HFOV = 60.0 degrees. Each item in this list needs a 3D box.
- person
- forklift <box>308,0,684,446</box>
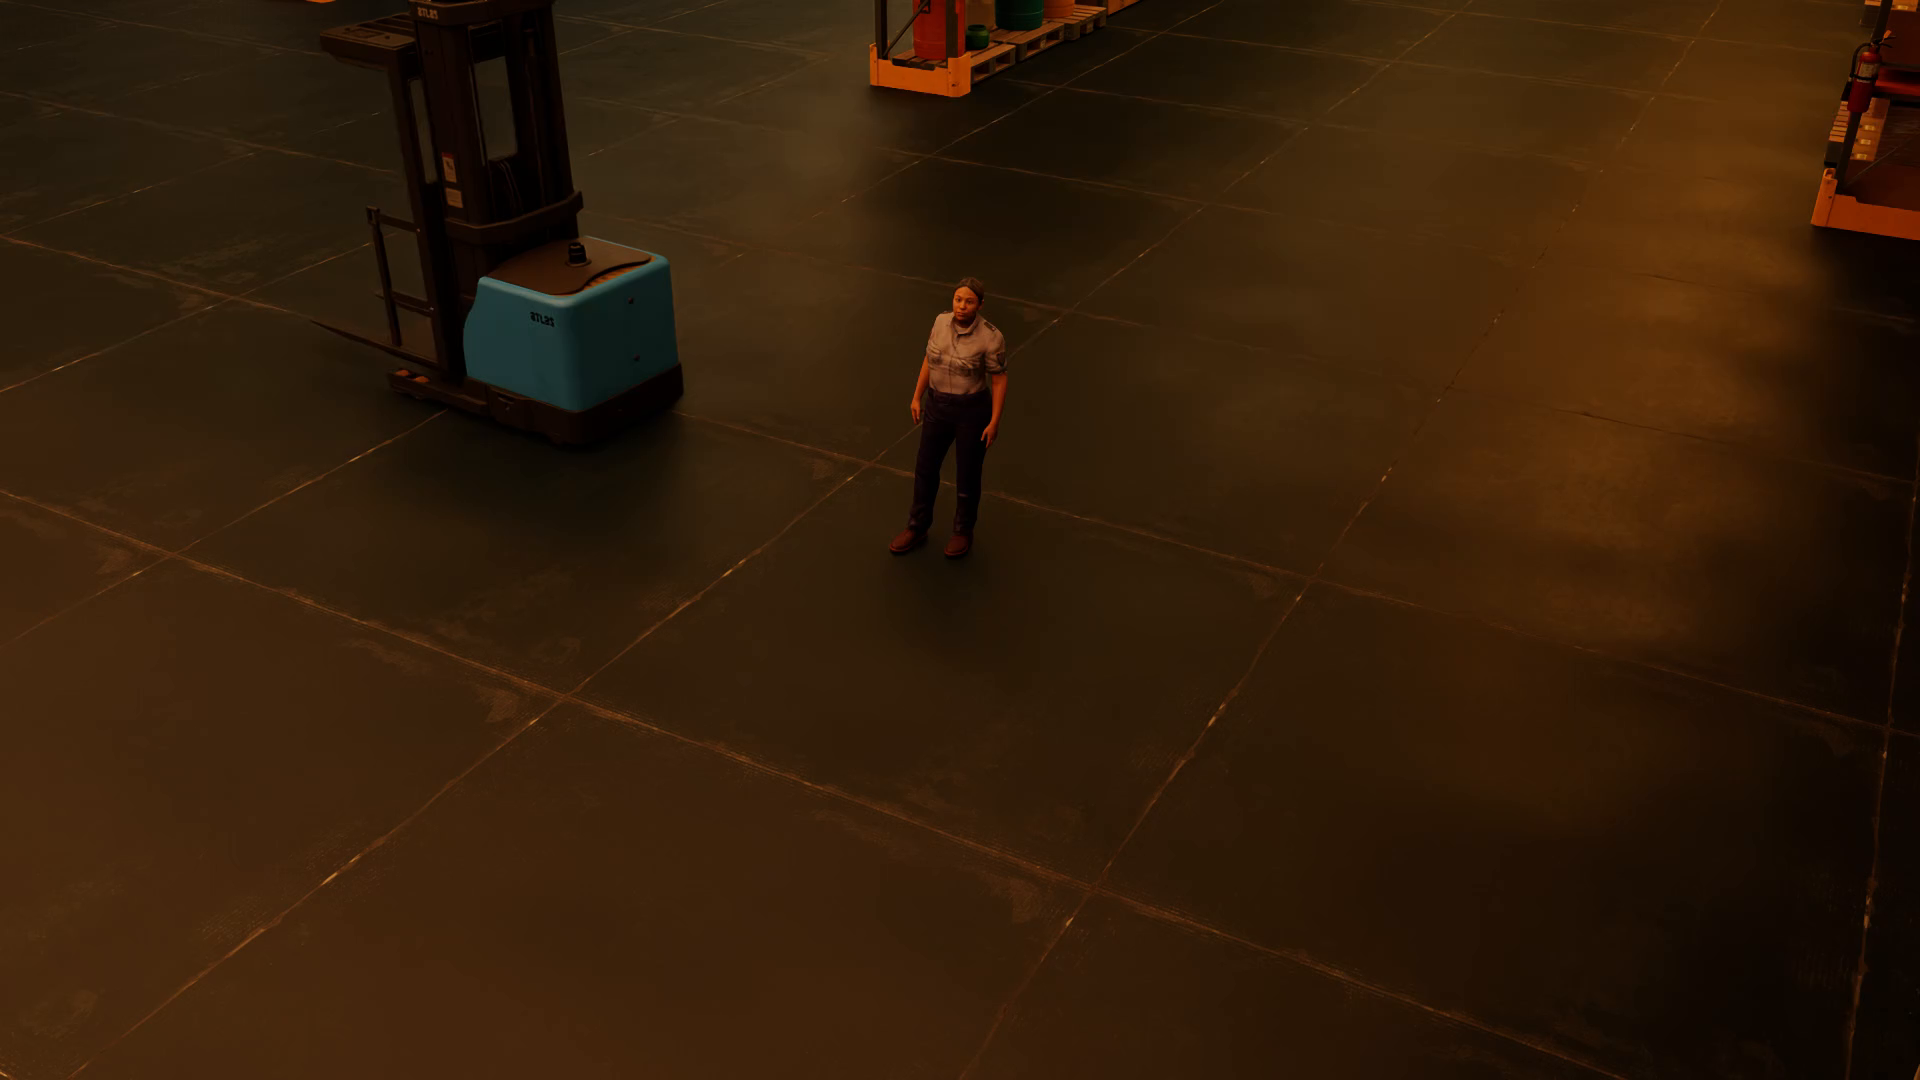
[{"bbox_3d":[-0.064,-0.686,9.529,0.598,1.651,0.502,15,33,25],"label":"person"},{"bbox_3d":[-3.441,-2.453,11.320,3.031,2.935,1.130,19,35,29],"label":"forklift"}]
